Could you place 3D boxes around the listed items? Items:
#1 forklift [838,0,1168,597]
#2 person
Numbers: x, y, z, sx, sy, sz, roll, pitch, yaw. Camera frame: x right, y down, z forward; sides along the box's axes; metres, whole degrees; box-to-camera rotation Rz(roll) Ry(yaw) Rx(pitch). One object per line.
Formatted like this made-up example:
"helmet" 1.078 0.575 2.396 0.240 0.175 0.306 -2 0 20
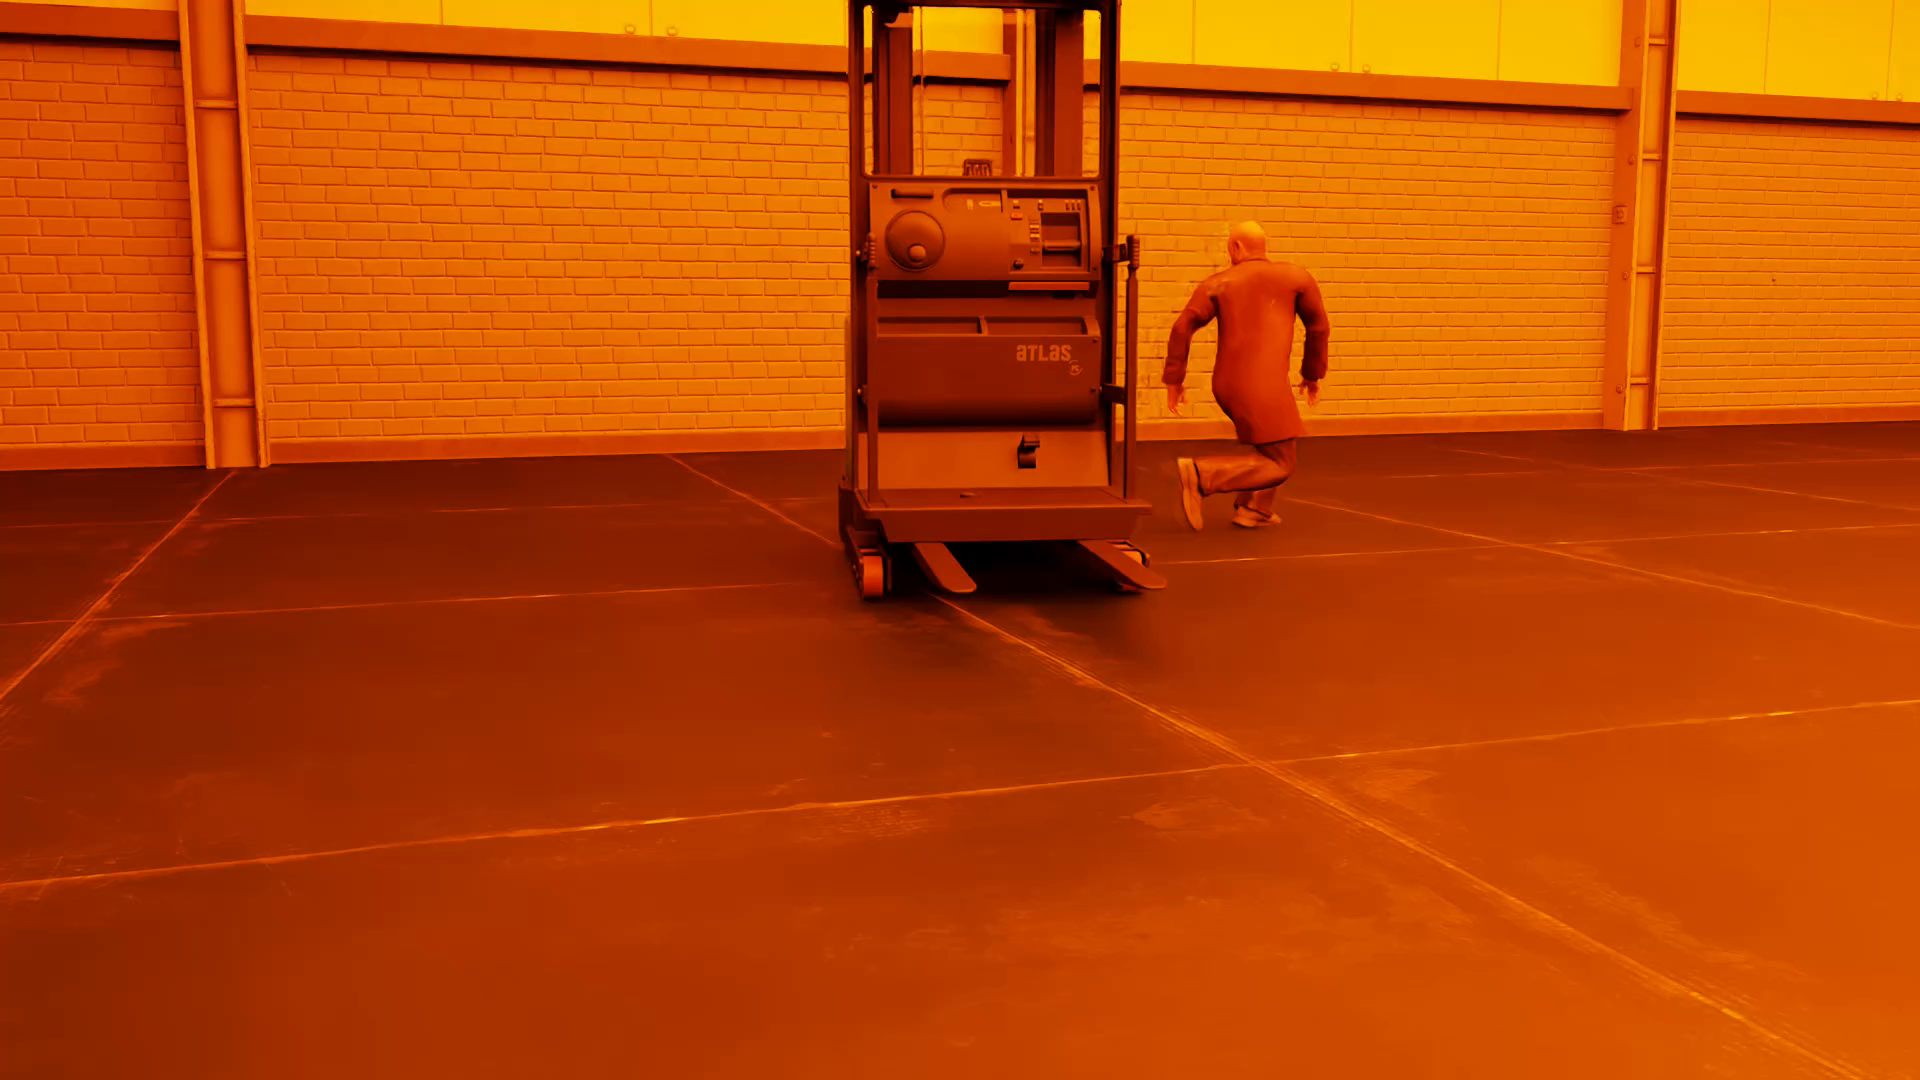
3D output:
"forklift" 0.129 -1.281 6.465 1.130 2.935 3.031 -1 8 -7
"person" 1.393 -0.809 8.308 0.864 1.552 0.712 -6 10 -38
